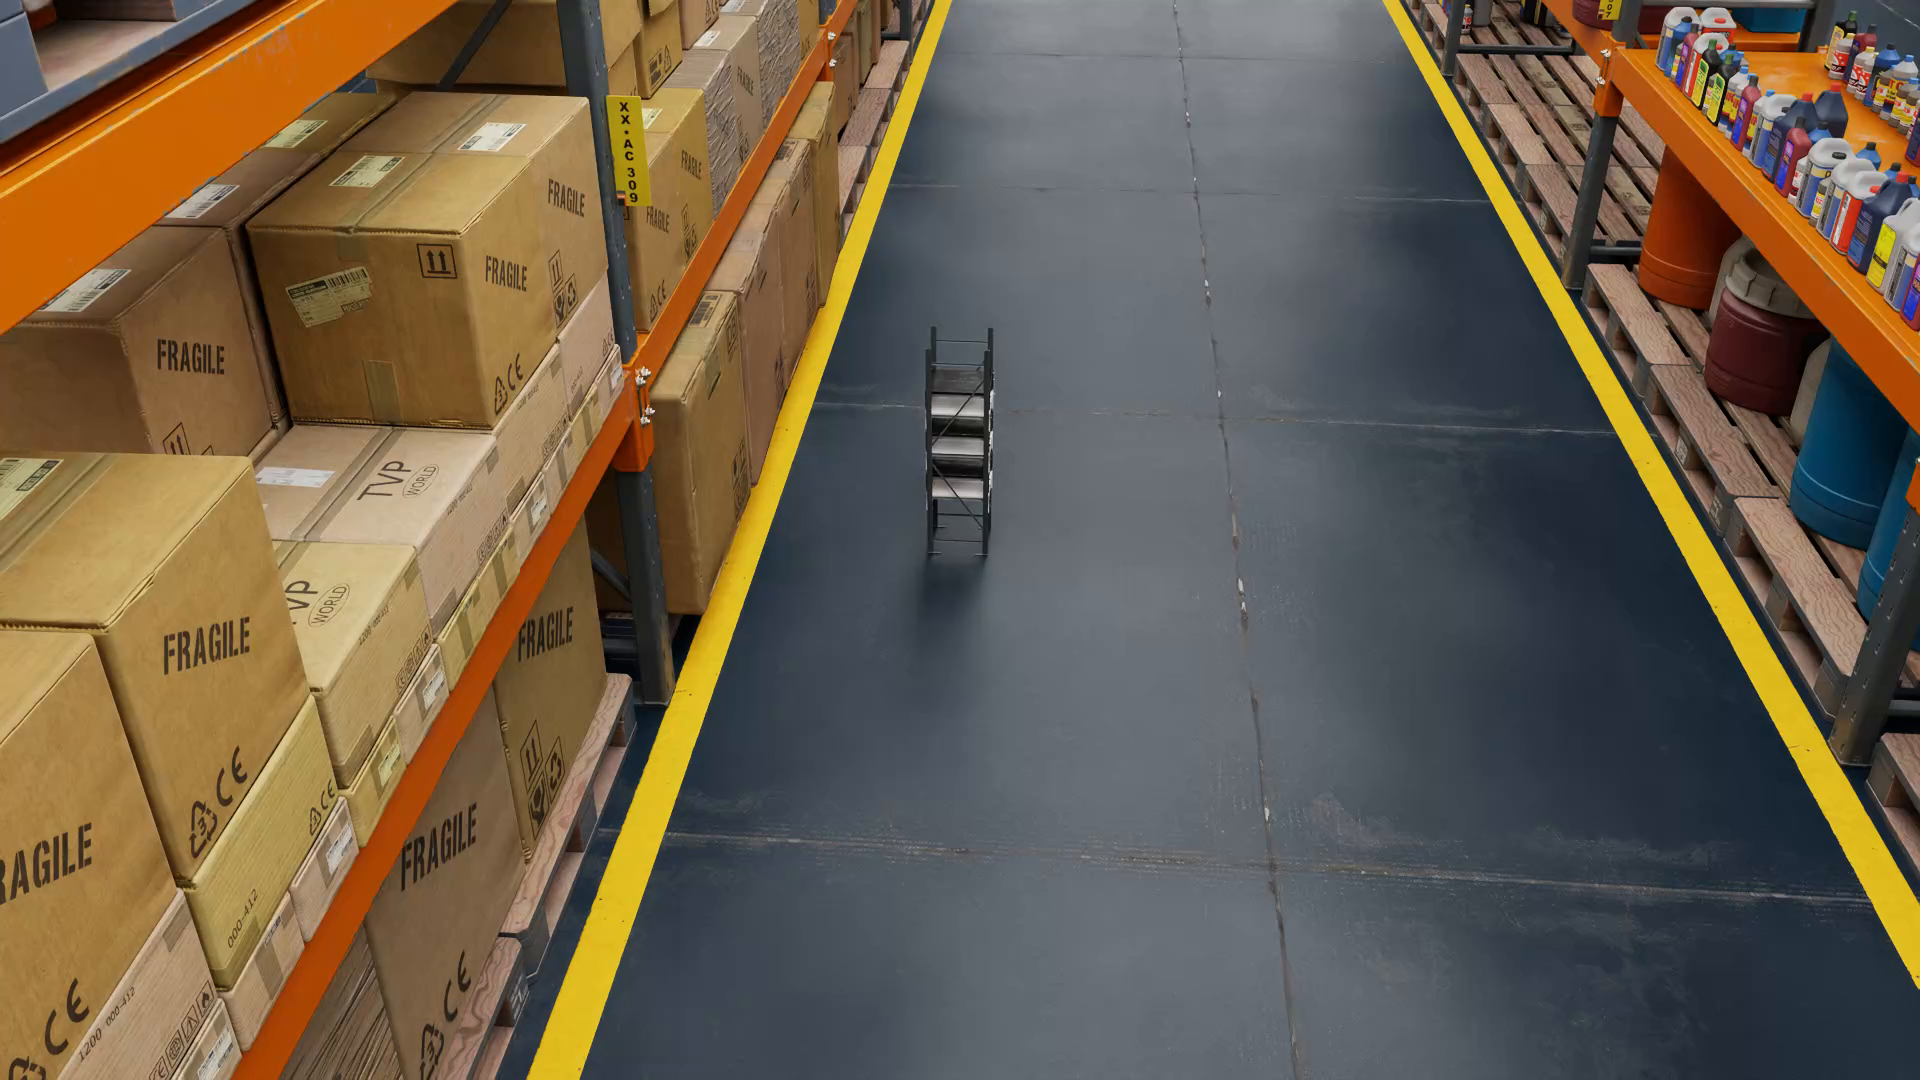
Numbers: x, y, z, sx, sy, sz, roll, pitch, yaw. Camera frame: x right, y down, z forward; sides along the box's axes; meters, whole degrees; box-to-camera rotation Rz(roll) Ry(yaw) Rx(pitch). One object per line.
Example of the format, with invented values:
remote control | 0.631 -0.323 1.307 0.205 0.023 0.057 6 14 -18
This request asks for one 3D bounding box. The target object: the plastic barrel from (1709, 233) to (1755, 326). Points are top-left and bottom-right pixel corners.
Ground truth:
plastic barrel | 3.772 -1.188 7.790 0.421 0.512 0.421 0 32 0

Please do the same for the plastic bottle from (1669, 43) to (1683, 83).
plastic bottle | 3.349 -2.217 7.677 0.097 0.201 0.097 0 32 0

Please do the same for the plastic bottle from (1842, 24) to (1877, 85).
plastic bottle | 4.125 -2.224 7.611 0.061 0.283 0.133 2 32 4

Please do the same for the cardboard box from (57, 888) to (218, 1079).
cardboard box | -1.493 0.773 2.496 0.500 0.250 0.500 2 32 3

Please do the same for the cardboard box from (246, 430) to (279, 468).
cardboard box | -1.892 -0.041 3.817 0.500 0.250 0.500 3 32 5

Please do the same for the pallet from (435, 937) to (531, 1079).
pallet | -1.748 1.477 4.152 1.003 0.211 1.213 2 32 4

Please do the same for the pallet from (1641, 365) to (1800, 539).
pallet | 3.627 -0.387 7.176 1.003 0.211 1.213 2 32 4

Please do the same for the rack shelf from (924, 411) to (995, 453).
rack shelf | -0.001 -0.427 6.477 0.258 0.077 0.200 2 32 4

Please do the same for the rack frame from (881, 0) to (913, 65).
rack frame | -0.860 -4.927 11.886 1.000 3.000 0.127 2 32 4

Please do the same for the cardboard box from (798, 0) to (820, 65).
cardboard box | -0.978 -2.610 8.030 0.500 0.500 0.500 3 32 5

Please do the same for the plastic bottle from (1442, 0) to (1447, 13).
plastic bottle | 3.829 -4.283 13.010 0.061 0.283 0.133 5 32 7

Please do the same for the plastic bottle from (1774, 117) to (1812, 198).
plastic bottle | 3.209 -1.472 6.391 0.061 0.283 0.133 2 32 4

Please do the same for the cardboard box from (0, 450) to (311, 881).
cardboard box | -1.452 0.193 2.722 0.500 0.500 0.500 2 32 3

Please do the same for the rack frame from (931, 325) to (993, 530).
rack frame | 0.008 -0.432 6.593 0.240 0.900 0.006 2 32 4

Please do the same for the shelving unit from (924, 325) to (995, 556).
shelving unit | -0.001 -0.379 6.507 0.258 0.900 0.210 2 32 4

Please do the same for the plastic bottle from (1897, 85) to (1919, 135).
plastic bottle | 4.050 -1.824 7.040 0.097 0.201 0.097 0 32 0

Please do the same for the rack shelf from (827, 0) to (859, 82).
rack shelf | -1.022 -3.575 10.378 1.077 0.370 4.000 2 32 4

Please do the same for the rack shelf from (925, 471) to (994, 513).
rack shelf | -0.001 -0.197 6.619 0.258 0.077 0.200 2 32 4

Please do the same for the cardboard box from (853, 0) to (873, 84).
cardboard box | -0.989 -3.482 11.504 0.700 0.500 0.500 2 32 4

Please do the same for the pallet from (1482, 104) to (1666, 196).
pallet | 3.955 -2.477 10.567 1.003 0.211 1.213 2 32 4

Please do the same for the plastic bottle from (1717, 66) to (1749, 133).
plastic bottle | 3.290 -1.865 7.040 0.097 0.271 0.097 0 32 0

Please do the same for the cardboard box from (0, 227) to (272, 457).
cardboard box | -1.890 -0.357 3.615 0.500 0.500 0.500 1 32 2

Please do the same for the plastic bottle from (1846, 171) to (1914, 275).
plastic bottle | 3.189 -1.103 5.727 0.144 0.351 0.185 2 32 4

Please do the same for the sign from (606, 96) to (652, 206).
sign | -0.958 -1.123 4.813 0.100 0.325 0.005 2 32 4

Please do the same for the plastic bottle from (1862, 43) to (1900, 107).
plastic bottle | 4.081 -2.057 7.352 0.097 0.271 0.097 0 32 0

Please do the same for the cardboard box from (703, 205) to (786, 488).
cardboard box | -1.407 -0.821 6.848 1.225 0.875 0.875 1 32 2

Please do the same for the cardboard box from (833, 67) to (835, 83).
cardboard box | -1.118 -2.601 10.074 0.700 0.500 0.500 0 32 0

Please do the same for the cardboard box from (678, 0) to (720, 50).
cardboard box | -1.365 -2.232 6.461 0.797 0.503 0.637 3 32 6

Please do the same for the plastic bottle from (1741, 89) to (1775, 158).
plastic bottle | 3.263 -1.693 6.761 0.097 0.271 0.097 0 32 0

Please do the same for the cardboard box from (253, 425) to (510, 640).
cardboard box | -1.366 -0.027 3.794 0.500 0.250 0.500 3 32 5

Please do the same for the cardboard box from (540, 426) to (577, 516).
cardboard box | -1.251 -0.195 4.446 0.380 0.149 0.250 2 32 3

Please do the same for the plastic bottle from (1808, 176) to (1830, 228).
plastic bottle | 3.199 -1.255 6.116 0.097 0.201 0.097 0 32 0

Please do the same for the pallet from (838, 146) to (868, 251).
pallet | -1.120 -2.057 9.887 1.003 0.211 1.213 2 32 4

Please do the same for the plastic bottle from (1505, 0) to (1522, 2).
plastic bottle | 4.457 -4.462 13.308 0.152 0.276 0.135 2 32 4

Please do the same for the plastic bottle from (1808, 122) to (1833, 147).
plastic bottle | 3.290 -1.473 6.404 0.097 0.271 0.097 0 32 0

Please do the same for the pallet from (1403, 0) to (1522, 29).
pallet | 4.270 -4.518 13.879 1.003 0.211 1.213 2 32 4

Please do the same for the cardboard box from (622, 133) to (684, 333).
cardboard box | -1.224 -1.016 5.445 0.500 0.500 0.500 3 32 4

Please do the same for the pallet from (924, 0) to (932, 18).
pallet | -0.743 -4.732 14.228 1.003 0.211 1.213 2 32 4

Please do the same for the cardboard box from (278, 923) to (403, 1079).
cardboard box | -1.790 1.259 3.472 0.875 0.875 0.875 2 32 4

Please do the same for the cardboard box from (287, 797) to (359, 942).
cardboard box | -1.377 0.611 3.140 0.380 0.149 0.250 2 32 3

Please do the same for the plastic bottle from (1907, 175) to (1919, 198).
plastic bottle | 3.332 -1.157 5.891 0.097 0.271 0.097 0 32 0

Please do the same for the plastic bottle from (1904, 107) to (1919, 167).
plastic bottle | 3.892 -1.656 6.690 0.061 0.283 0.133 2 32 4

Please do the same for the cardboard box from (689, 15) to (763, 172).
cardboard box | -1.106 -1.811 6.735 0.500 0.500 0.500 3 32 5

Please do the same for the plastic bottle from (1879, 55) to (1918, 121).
plastic bottle | 4.065 -1.956 7.187 0.097 0.271 0.097 0 32 0

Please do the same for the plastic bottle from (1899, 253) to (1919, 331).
plastic bottle | 3.109 -0.826 5.342 0.061 0.283 0.133 2 32 4

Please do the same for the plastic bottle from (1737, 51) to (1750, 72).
plastic bottle | 3.482 -2.089 7.471 0.097 0.201 0.097 0 32 0

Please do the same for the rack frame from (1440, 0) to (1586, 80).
rack frame | 4.077 -4.716 11.543 1.000 3.000 0.127 2 32 4

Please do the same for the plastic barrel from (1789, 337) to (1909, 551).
plastic barrel | 3.545 -0.472 6.256 0.600 0.901 0.708 2 32 4

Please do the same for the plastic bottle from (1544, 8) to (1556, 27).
plastic bottle | 4.539 -4.062 12.658 0.152 0.276 0.135 4 32 6

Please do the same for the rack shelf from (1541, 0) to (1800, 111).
rack shelf | 3.914 -3.364 10.035 1.077 0.370 4.000 2 32 4

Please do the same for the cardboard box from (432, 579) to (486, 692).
cardboard box | -1.314 0.208 3.792 0.380 0.149 0.250 2 32 3

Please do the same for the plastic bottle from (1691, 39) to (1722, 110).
plastic bottle | 3.300 -2.052 7.332 0.061 0.283 0.133 2 32 4

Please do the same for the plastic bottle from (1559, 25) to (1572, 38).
plastic bottle | 4.540 -3.889 12.383 0.097 0.271 0.097 0 32 0
